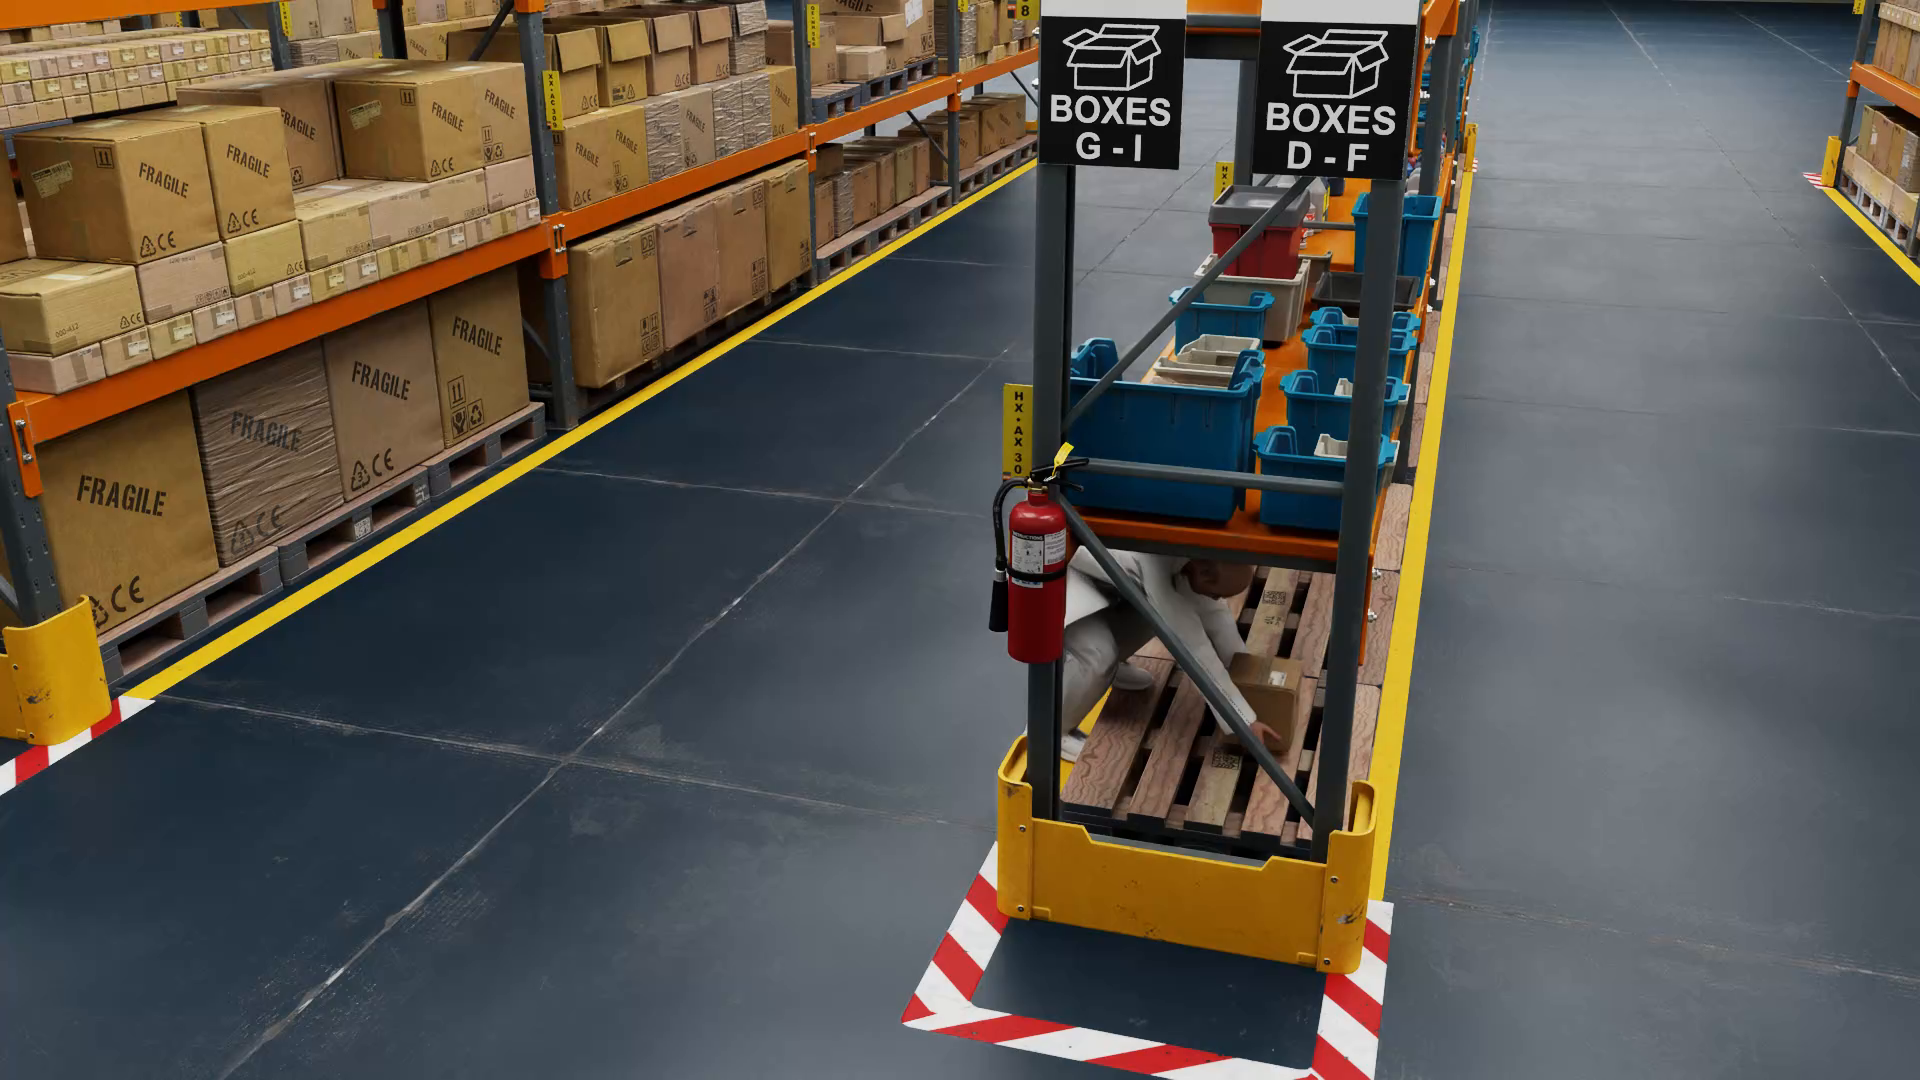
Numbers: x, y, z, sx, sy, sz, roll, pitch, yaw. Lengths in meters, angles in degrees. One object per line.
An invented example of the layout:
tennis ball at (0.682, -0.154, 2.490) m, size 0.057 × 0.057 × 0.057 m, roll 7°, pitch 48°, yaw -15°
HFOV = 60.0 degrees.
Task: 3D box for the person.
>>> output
person at (0.720, 0.369, 6.203) m, size 1.153 × 1.017 × 0.568 m, roll 13°, pitch 25°, yaw 29°
